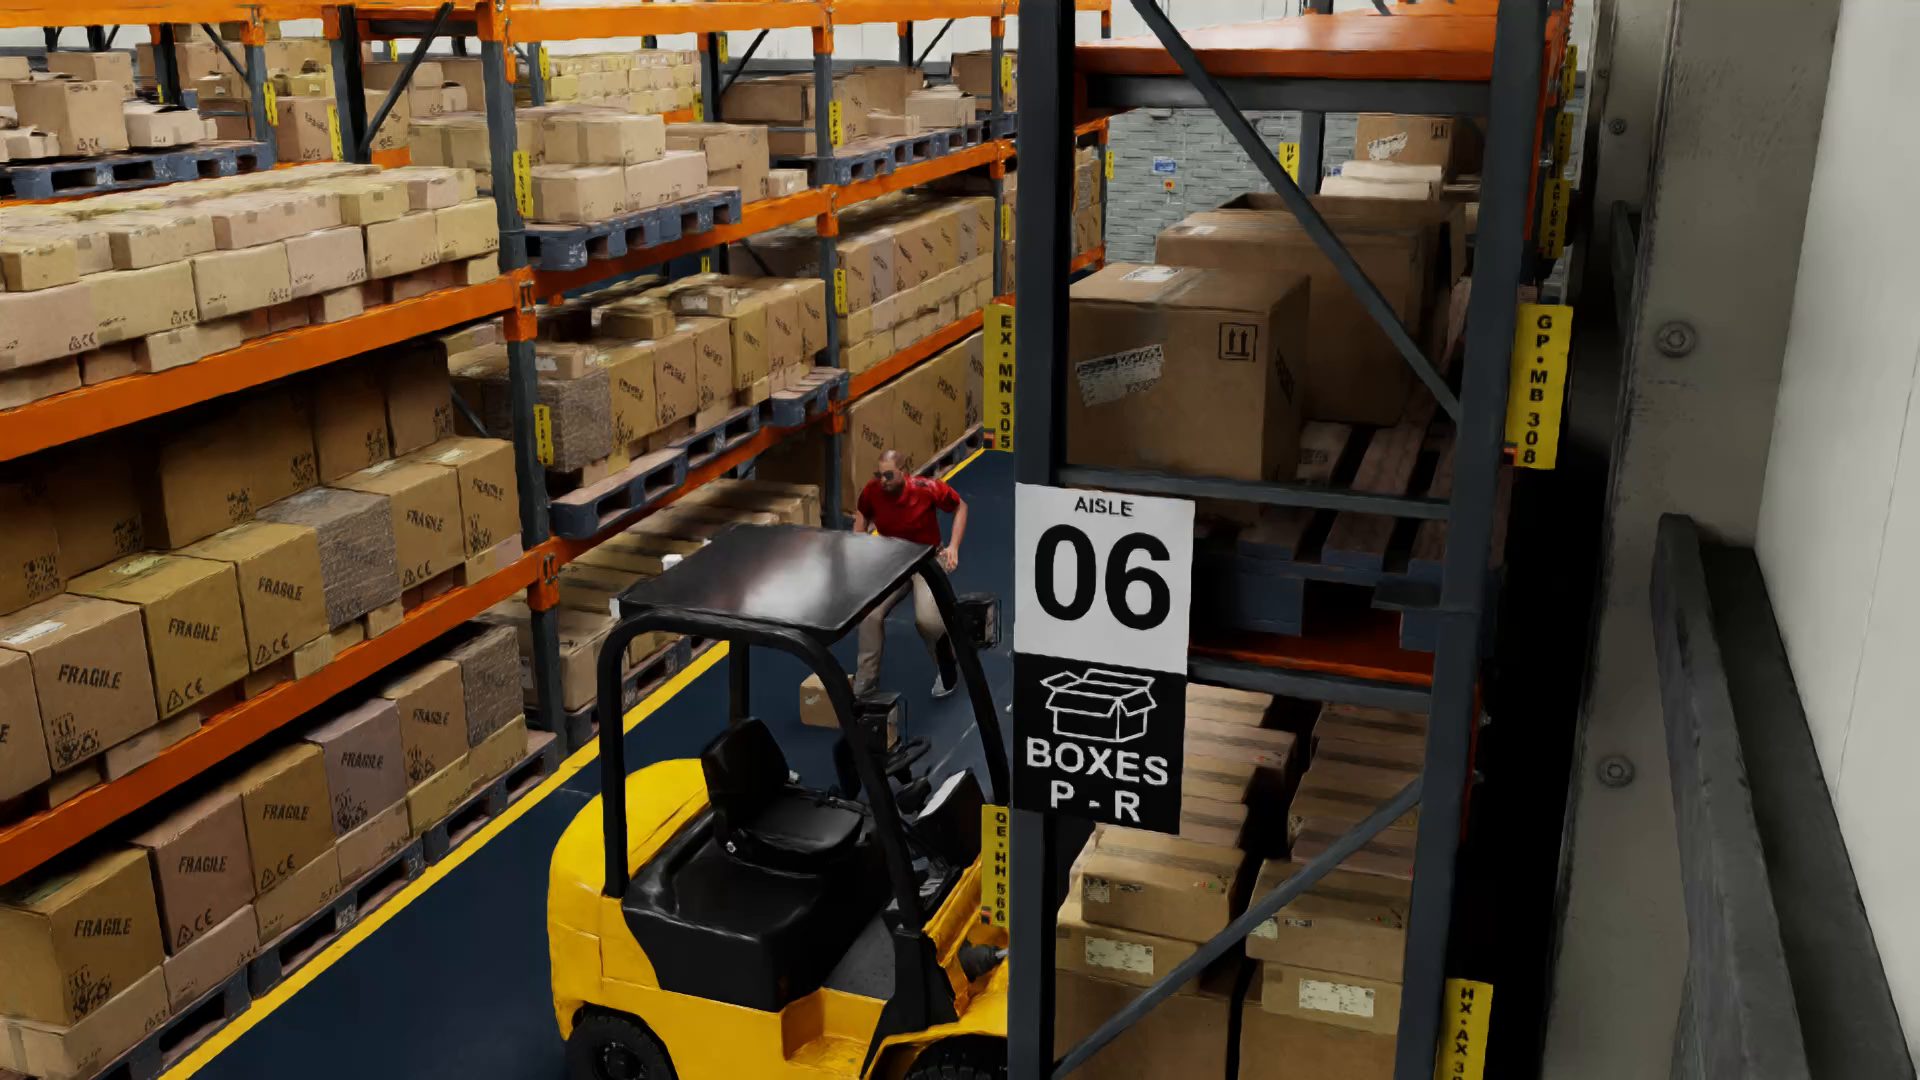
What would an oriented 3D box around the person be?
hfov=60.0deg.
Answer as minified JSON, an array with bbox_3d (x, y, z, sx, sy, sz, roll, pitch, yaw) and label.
[{"bbox_3d":[-0.388,0.197,10.252,0.756,1.544,0.783,7,20,20],"label":"person"}]
